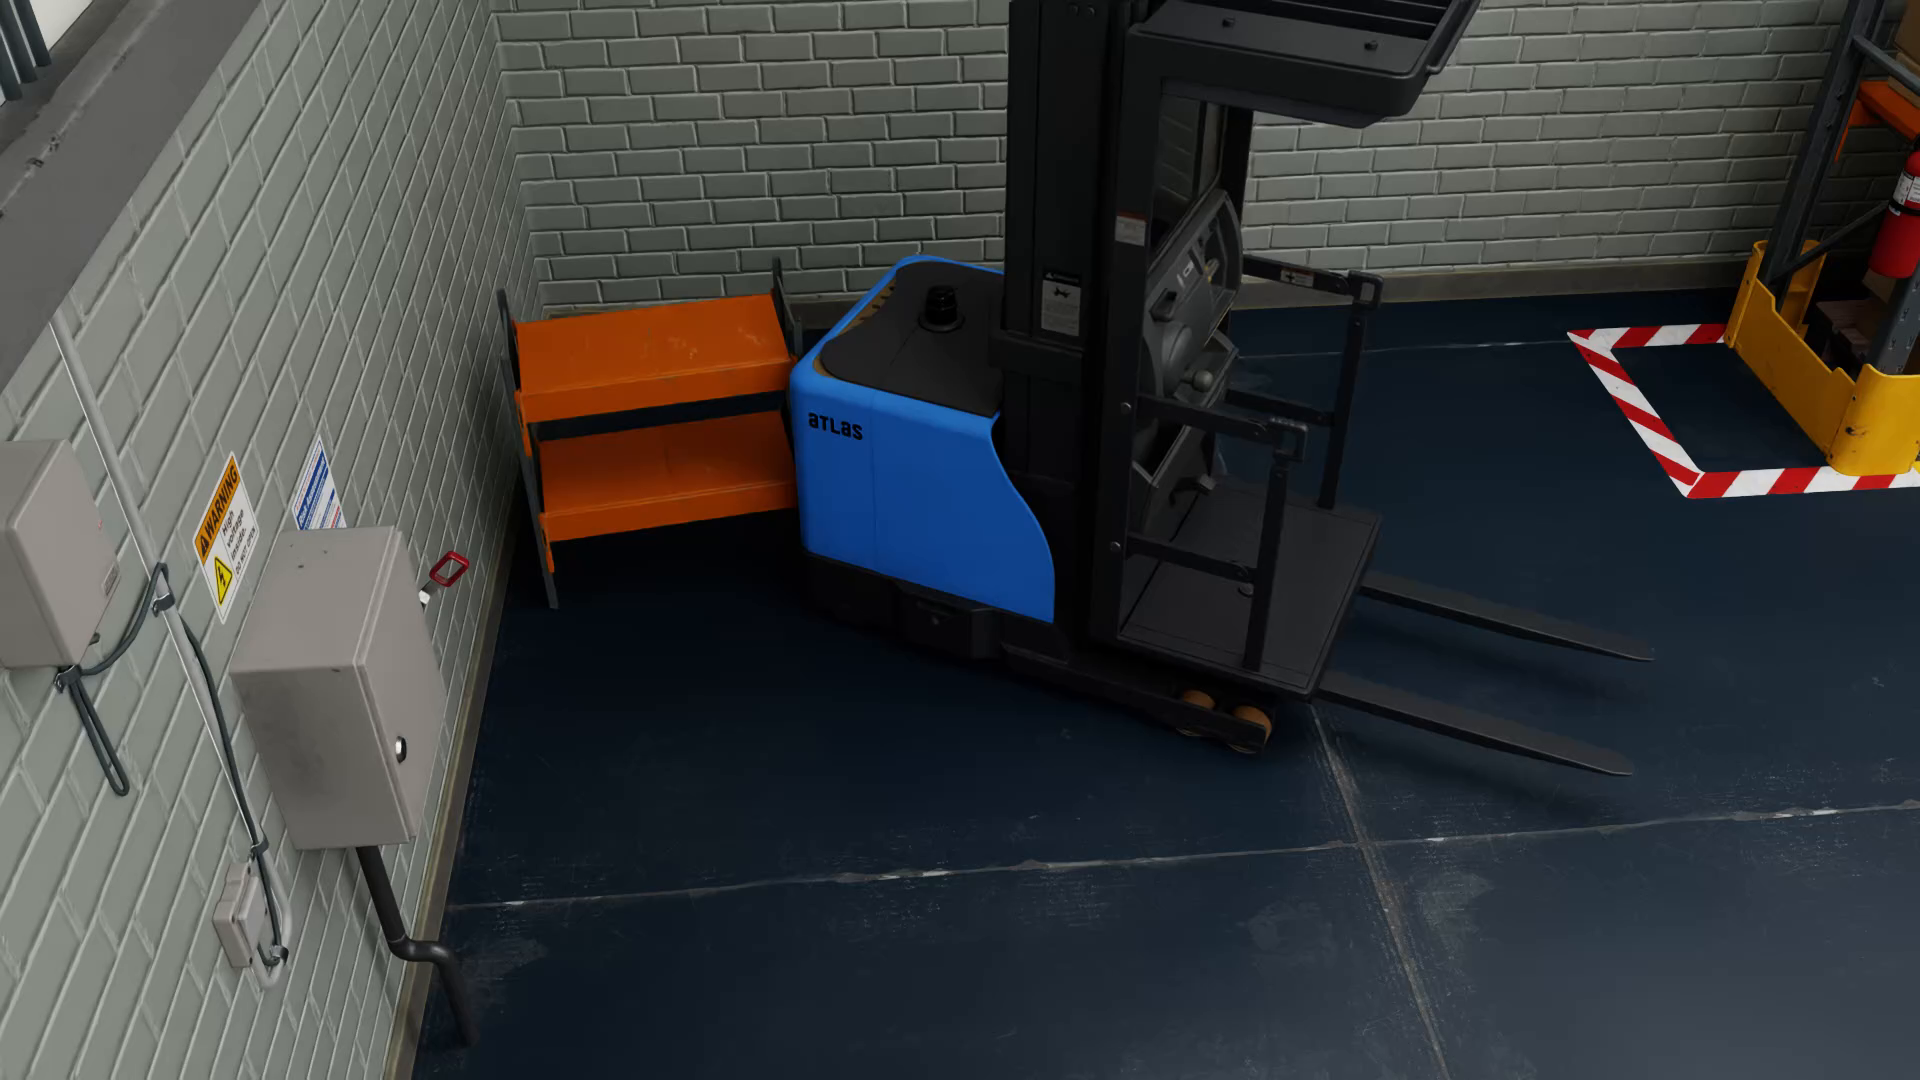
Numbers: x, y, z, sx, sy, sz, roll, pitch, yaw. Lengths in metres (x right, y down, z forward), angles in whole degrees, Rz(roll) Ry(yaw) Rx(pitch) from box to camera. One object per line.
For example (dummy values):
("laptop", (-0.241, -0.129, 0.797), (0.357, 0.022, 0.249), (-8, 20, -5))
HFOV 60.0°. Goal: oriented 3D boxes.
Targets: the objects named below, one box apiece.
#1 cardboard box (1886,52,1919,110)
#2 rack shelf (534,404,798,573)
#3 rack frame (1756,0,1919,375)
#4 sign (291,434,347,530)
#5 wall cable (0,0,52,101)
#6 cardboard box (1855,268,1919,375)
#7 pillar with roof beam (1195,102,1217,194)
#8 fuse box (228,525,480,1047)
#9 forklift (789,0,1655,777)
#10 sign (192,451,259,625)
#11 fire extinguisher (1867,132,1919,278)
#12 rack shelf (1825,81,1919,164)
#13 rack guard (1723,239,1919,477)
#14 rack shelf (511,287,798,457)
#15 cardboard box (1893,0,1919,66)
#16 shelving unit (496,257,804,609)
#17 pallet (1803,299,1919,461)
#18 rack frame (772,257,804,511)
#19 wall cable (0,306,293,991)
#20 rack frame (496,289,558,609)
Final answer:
("cardboard box", (4.103, -1.896, 6.935), (0.250, 0.149, 0.380), (-4, 38, -4))
("rack shelf", (-1.132, -0.211, 6.504), (1.000, 0.278, 0.538), (-9, 39, -11))
("rack frame", (3.796, -1.811, 6.624), (0.127, 3.000, 1.000), (-3, 38, -4))
("sign", (-1.666, 0.015, 4.386), (0.001, 0.494, 0.329), (-3, 38, -4))
("wall cable", (-1.674, -2.818, 3.026), (0.133, 3.039, 2.988), (-3, 38, -4))
("cardboard box", (4.414, -0.971, 7.235), (0.637, 0.503, 0.797), (-5, 39, -6))
("pillar with roof beam", (1.412, -1.918, 1.916), (0.400, 9.000, 9.100), (-3, 38, -4))
("fuse box", (-1.416, 0.777, 4.384), (0.414, 1.711, 0.539), (-3, 38, -4))
("forklift", (0.949, -0.783, 5.376), (3.031, 2.935, 1.130), (16, 41, 19))
("sign", (-1.617, -0.008, 3.672), (0.001, 0.242, 0.339), (-3, 38, -4))
("fire extinguisher", (3.691, -1.341, 6.392), (0.183, 0.674, 0.296), (-3, 38, -4))
("rack shelf", (5.788, -1.638, 6.986), (4.000, 0.370, 1.077), (-3, 38, -4))
("rack guard", (3.872, -0.834, 7.403), (0.348, 0.500, 1.175), (-3, 38, -4))
("rack shelf", (-1.132, -0.633, 6.171), (1.000, 0.278, 0.538), (-9, 39, -11))
("cardboard box", (4.231, -2.058, 6.818), (0.500, 0.250, 0.500), (-2, 38, -3))
("shelving unit", (-1.132, -0.403, 6.353), (1.048, 1.125, 0.538), (-9, 39, -11))
("pallet", (4.666, -0.765, 7.549), (1.213, 0.211, 1.003), (-3, 38, -4))
("rack frame", (-0.638, -0.478, 6.447), (0.032, 1.125, 0.500), (-9, 39, -11))
("wall cable", (-1.512, 0.302, 3.126), (0.122, 1.984, 0.588), (-3, 38, -4))
("rack frame", (-1.626, -0.328, 6.258), (0.032, 1.125, 0.500), (-9, 39, -11))
